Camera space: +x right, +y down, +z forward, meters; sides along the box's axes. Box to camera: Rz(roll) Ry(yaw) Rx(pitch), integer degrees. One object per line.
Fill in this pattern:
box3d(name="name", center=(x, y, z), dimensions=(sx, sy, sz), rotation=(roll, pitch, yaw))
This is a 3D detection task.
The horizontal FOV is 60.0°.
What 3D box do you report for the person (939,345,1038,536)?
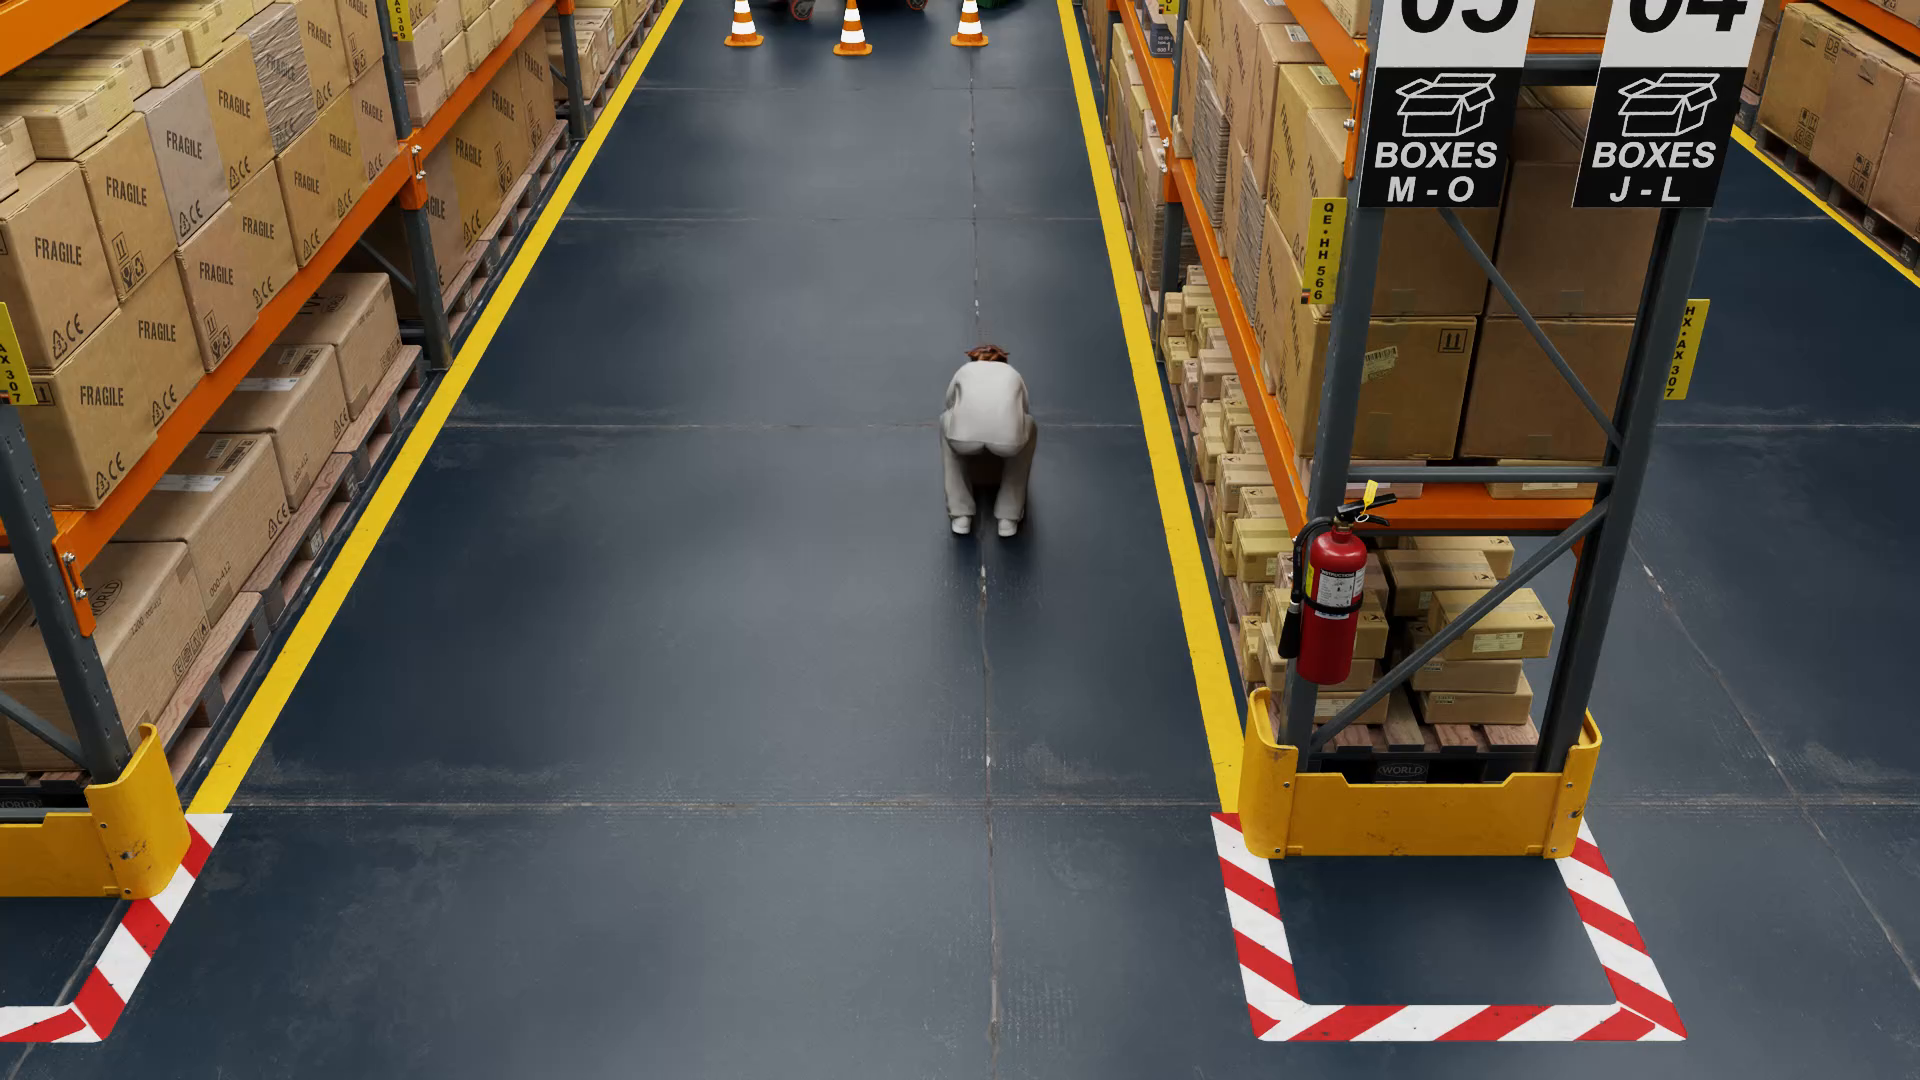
box3d(name="person", center=(0.130, -0.482, 7.815), dimensions=(0.466, 0.768, 0.866), rotation=(2, 32, 3))
